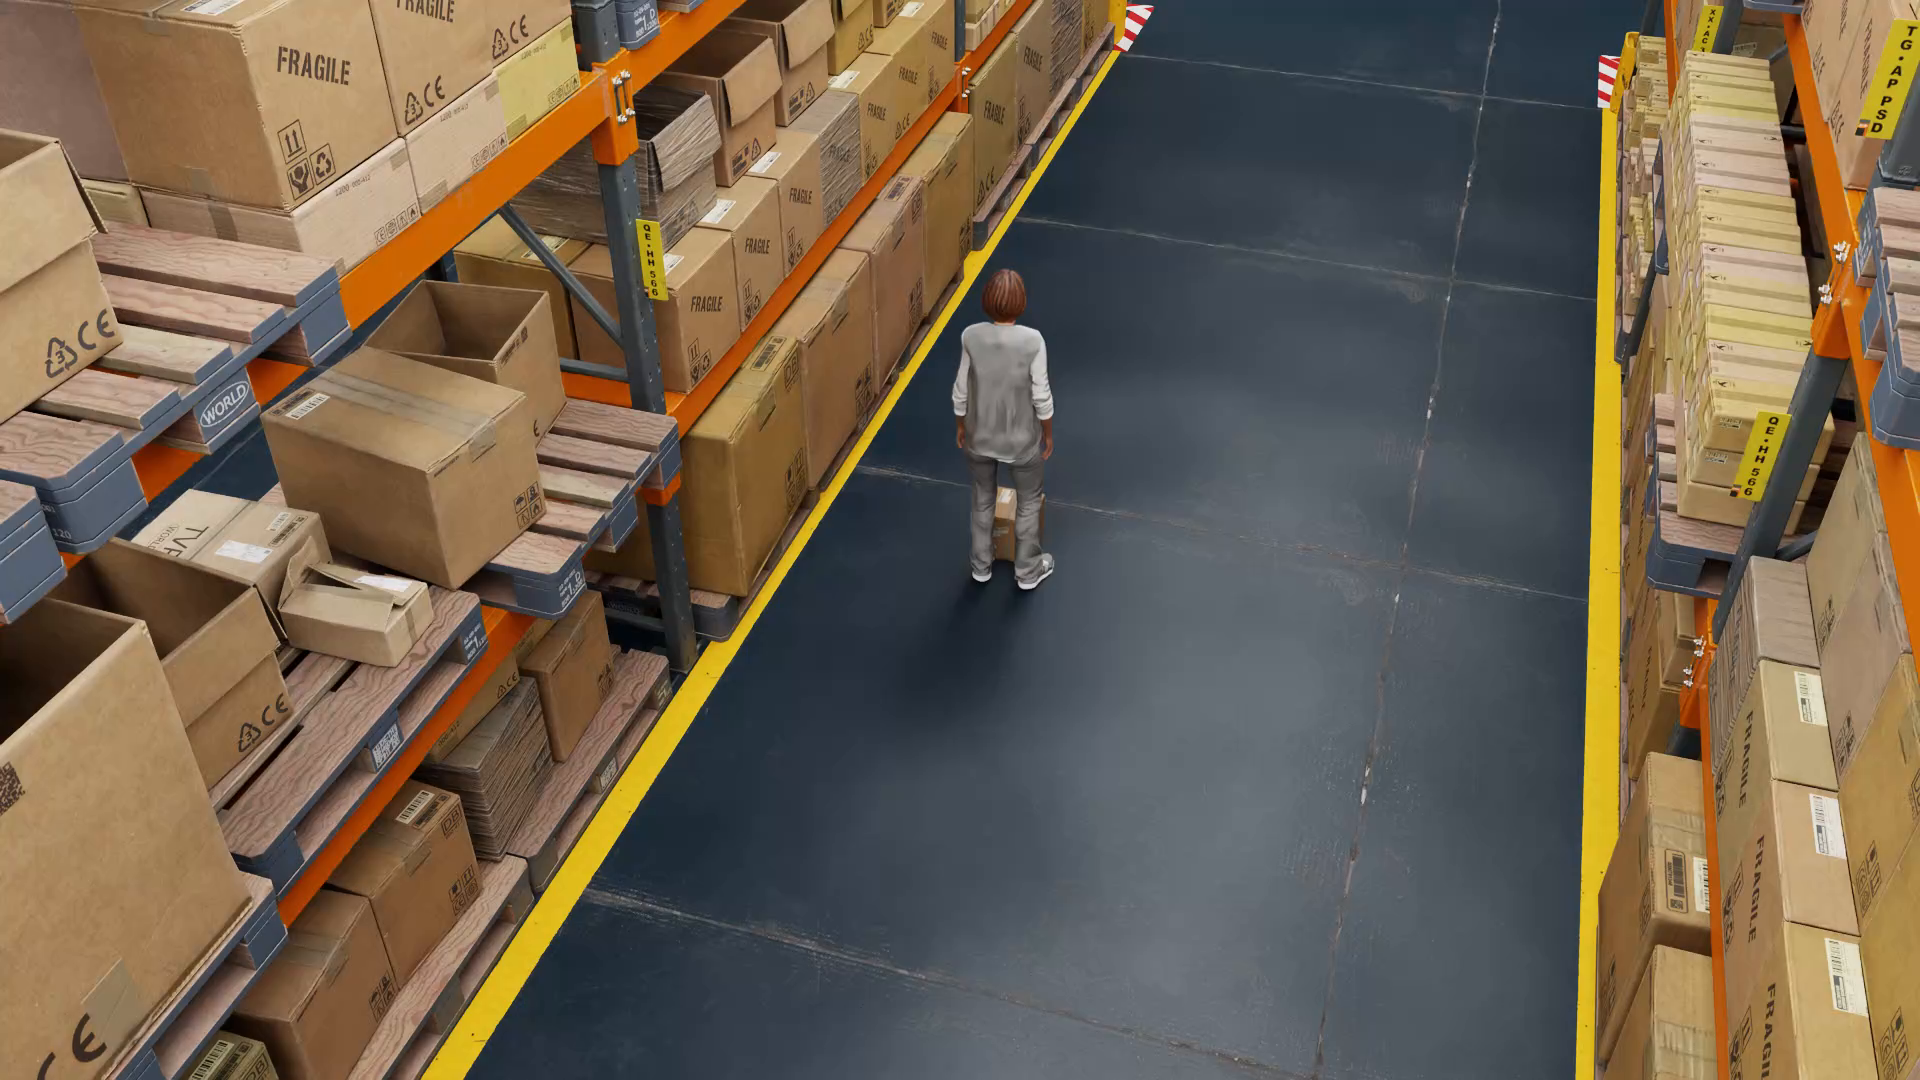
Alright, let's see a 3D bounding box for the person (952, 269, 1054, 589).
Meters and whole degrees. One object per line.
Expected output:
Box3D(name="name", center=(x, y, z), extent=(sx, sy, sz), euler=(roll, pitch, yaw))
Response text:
Box3D(name="person", center=(0.199, -0.465, 7.504), extent=(0.469, 1.590, 0.348), euler=(9, 39, 12))
